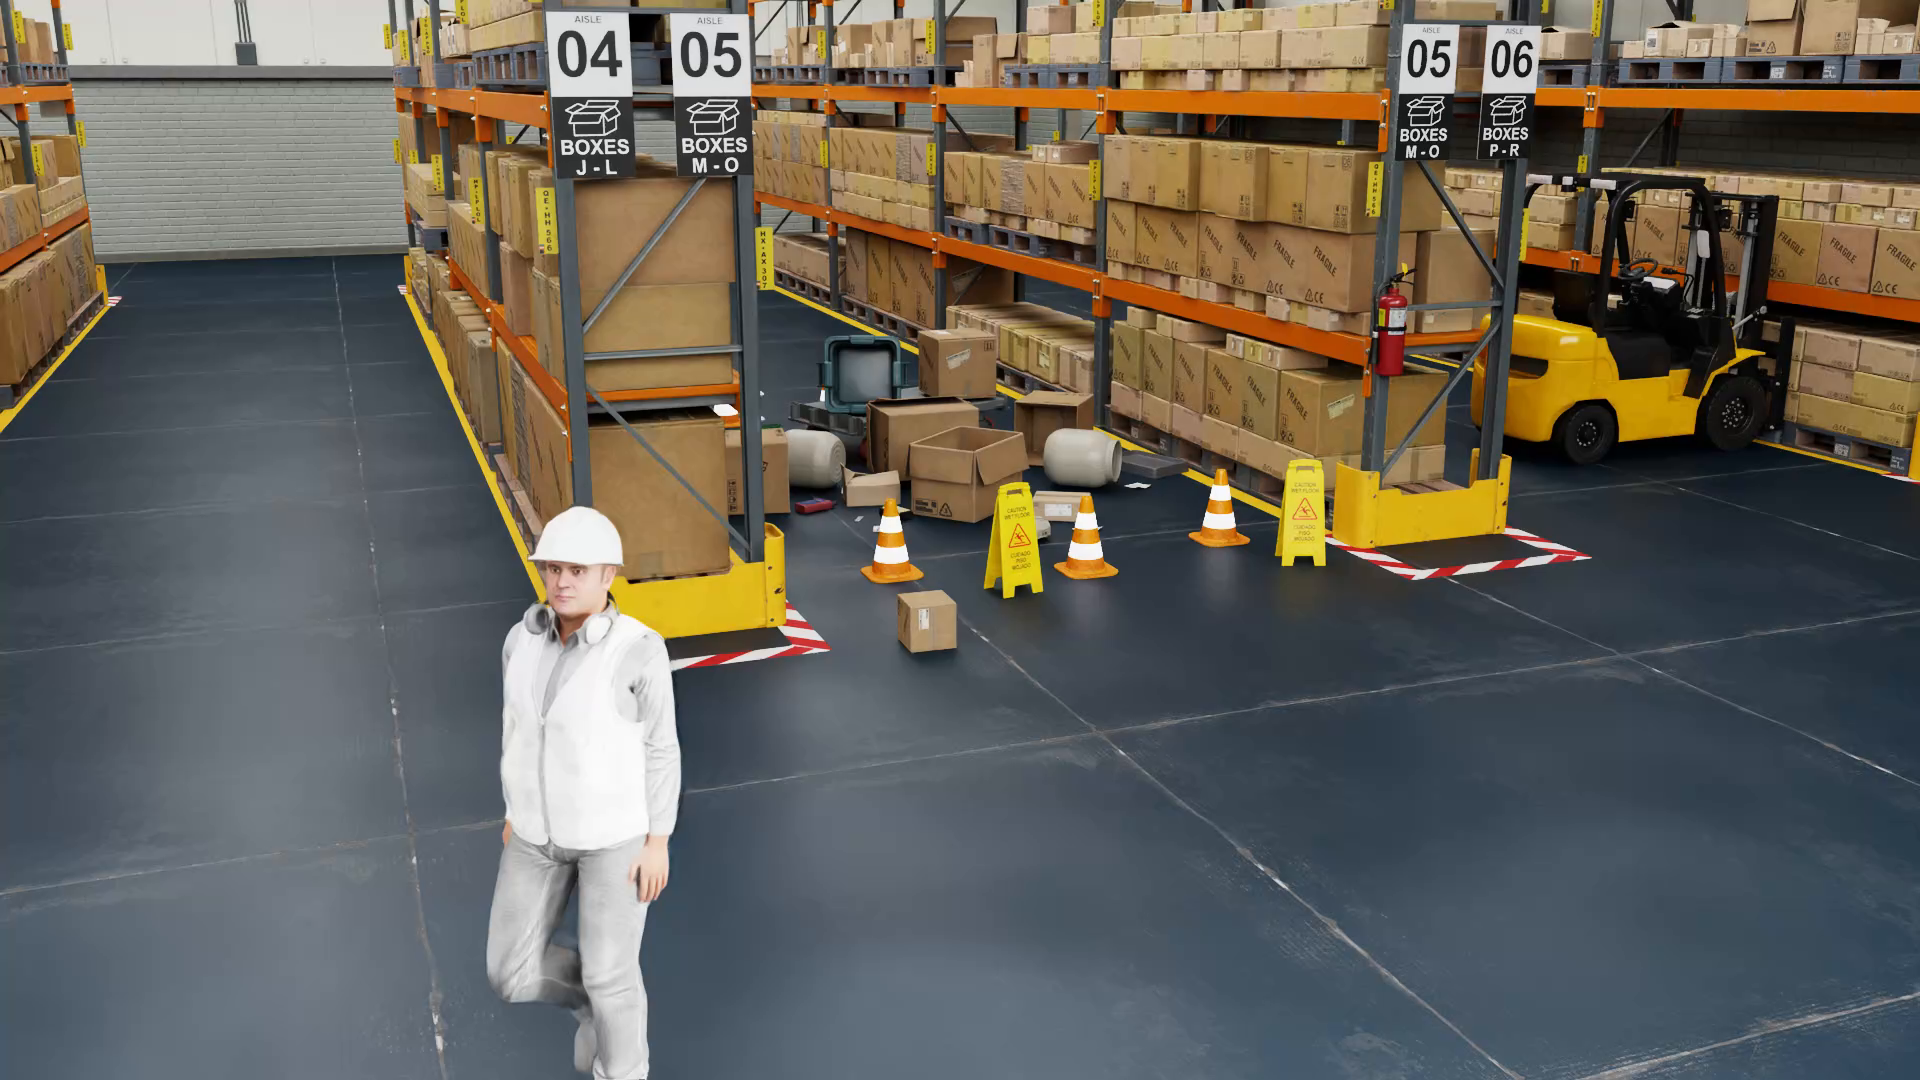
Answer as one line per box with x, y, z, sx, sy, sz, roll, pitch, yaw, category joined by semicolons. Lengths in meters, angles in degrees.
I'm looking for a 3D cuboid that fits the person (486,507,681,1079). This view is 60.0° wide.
-1.028;0.780;4.555;0.559;1.764;0.498;6;17;20;person
